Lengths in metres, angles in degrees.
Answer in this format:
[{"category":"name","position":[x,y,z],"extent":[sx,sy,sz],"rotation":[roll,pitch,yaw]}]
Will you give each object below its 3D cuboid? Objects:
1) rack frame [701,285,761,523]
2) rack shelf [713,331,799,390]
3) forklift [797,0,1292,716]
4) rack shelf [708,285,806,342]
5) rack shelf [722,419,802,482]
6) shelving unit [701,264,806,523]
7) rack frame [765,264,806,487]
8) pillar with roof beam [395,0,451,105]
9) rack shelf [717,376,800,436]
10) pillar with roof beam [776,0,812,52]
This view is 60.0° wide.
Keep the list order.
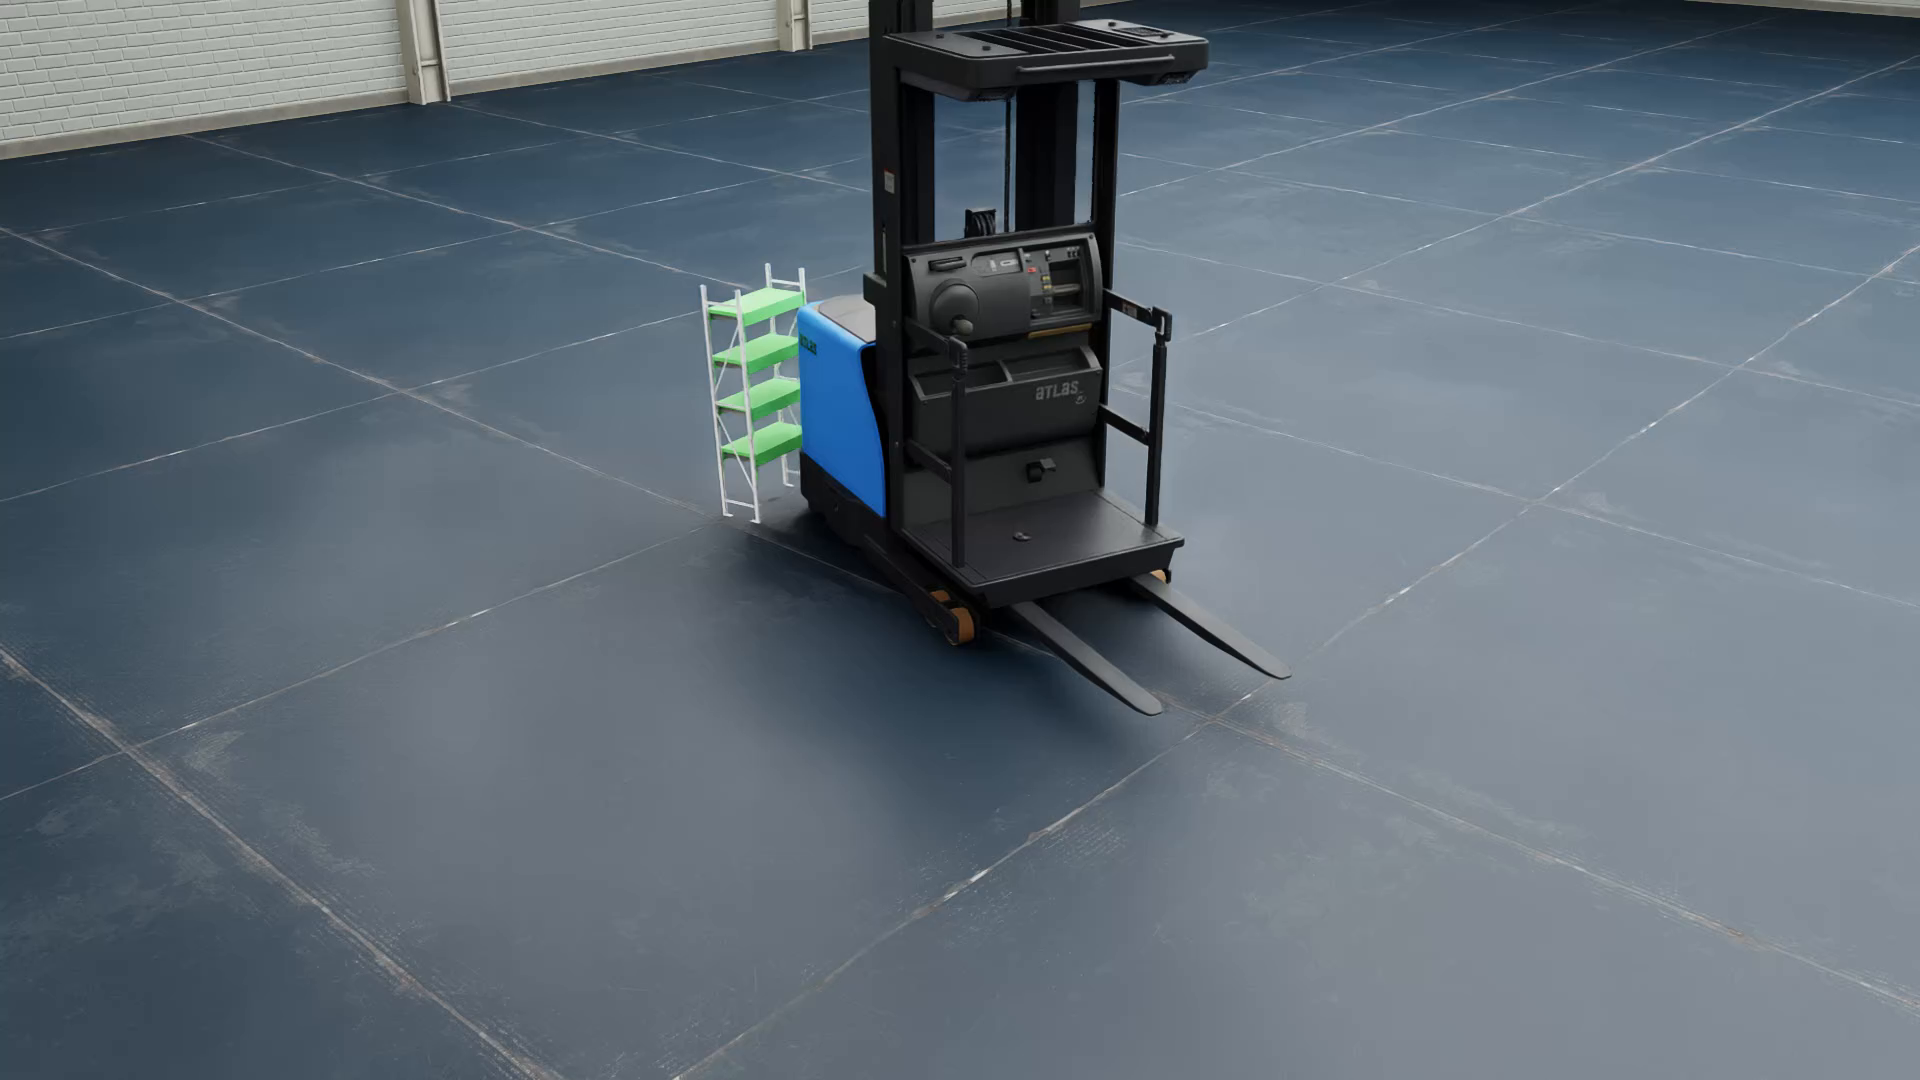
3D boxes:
[{"category":"rack frame","position":[-1.133,-0.661,8.244],"extent":[0.240,1.200,0.015],"rotation":[12,27,32]},{"category":"rack shelf","position":[-1.005,-0.907,8.361],"extent":[0.258,0.148,0.480],"rotation":[12,27,32]},{"category":"forklift","position":[0.306,-1.088,7.094],"extent":[1.130,2.935,3.031],"rotation":[-12,27,-25]},{"category":"rack shelf","position":[-1.014,-1.128,8.269],"extent":[0.258,0.148,0.480],"rotation":[12,27,32]},{"category":"rack shelf","position":[-0.987,-0.464,8.546],"extent":[0.258,0.148,0.480],"rotation":[12,27,32]},{"category":"shelving unit","position":[-0.998,-0.744,8.429],"extent":[0.258,1.200,0.503],"rotation":[12,27,32]},{"category":"rack frame","position":[-0.863,-0.828,8.615],"extent":[0.240,1.200,0.015],"rotation":[12,27,32]},{"category":"pillar with roof beam","position":[-3.187,-8.221,15.586],"extent":[9.100,9.000,0.400],"rotation":[20,31,38]},{"category":"rack shelf","position":[-0.996,-0.686,8.454],"extent":[0.258,0.148,0.480],"rotation":[12,27,32]},{"category":"pillar with roof beam","position":[0.818,-10.049,19.663],"extent":[9.100,9.000,0.400],"rotation":[20,31,38]}]
